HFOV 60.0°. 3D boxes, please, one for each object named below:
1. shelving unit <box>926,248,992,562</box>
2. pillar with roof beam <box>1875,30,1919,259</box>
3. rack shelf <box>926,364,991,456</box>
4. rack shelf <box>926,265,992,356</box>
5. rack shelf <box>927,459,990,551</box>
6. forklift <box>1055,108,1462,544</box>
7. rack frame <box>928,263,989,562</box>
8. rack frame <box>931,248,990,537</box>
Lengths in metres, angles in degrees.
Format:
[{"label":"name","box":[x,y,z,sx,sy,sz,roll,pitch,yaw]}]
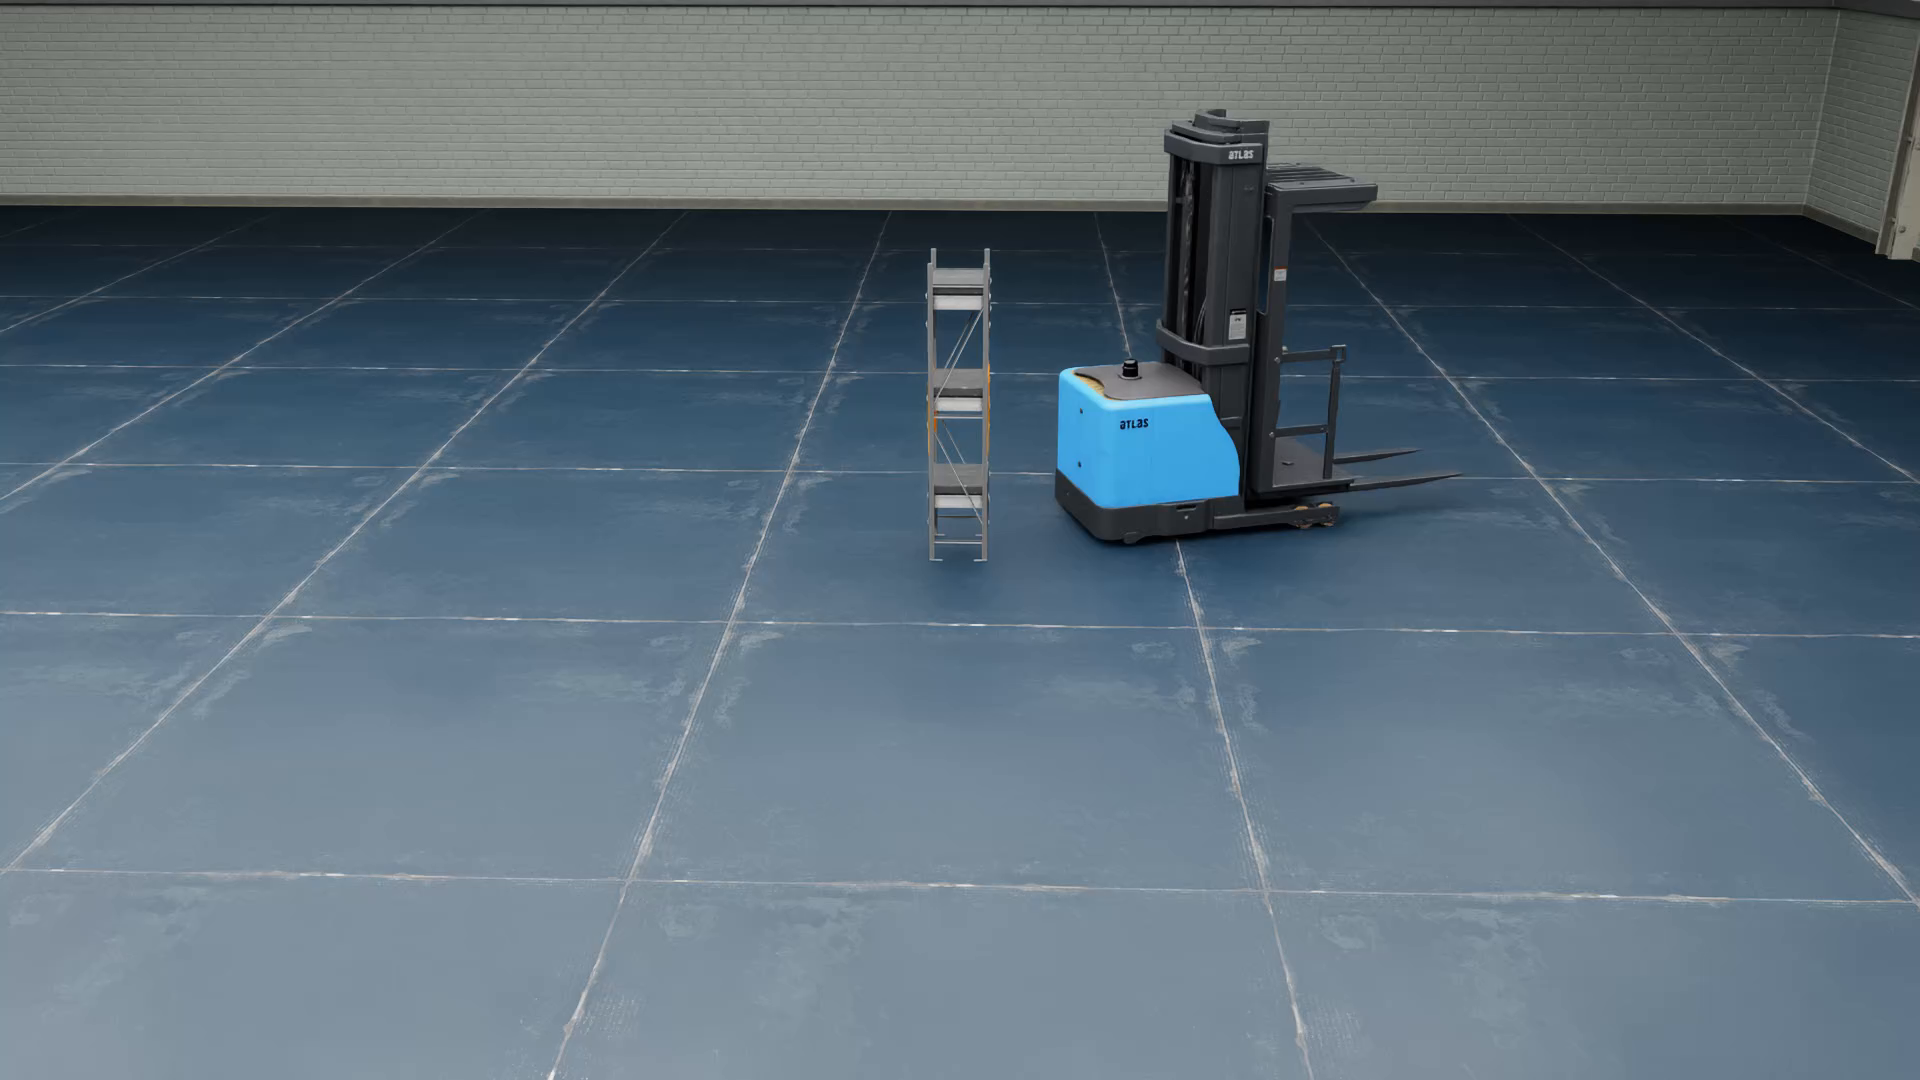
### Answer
[{"label":"shelving unit","box":[-0.005,-0.919,11.495,0.431,2.100,0.503,1,21,2]},{"label":"pillar with roof beam","box":[7.764,-7.909,19.973,9.100,9.000,0.400,1,21,2]},{"label":"rack shelf","box":[-0.005,-0.906,11.500,0.431,0.518,0.480,1,21,2]},{"label":"rack shelf","box":[-0.005,-1.559,11.247,0.431,0.518,0.480,1,21,2]},{"label":"rack shelf","box":[-0.005,-0.254,11.753,0.431,0.518,0.480,1,21,2]},{"label":"forklift","box":[2.297,-1.625,12.165,3.031,2.935,1.130,-6,22,-15]},{"label":"rack frame","box":[-0.012,-0.831,11.267,0.400,2.100,0.015,1,21,2]},{"label":"rack frame","box":[0.002,-1.007,11.722,0.400,2.100,0.015,1,21,2]}]
